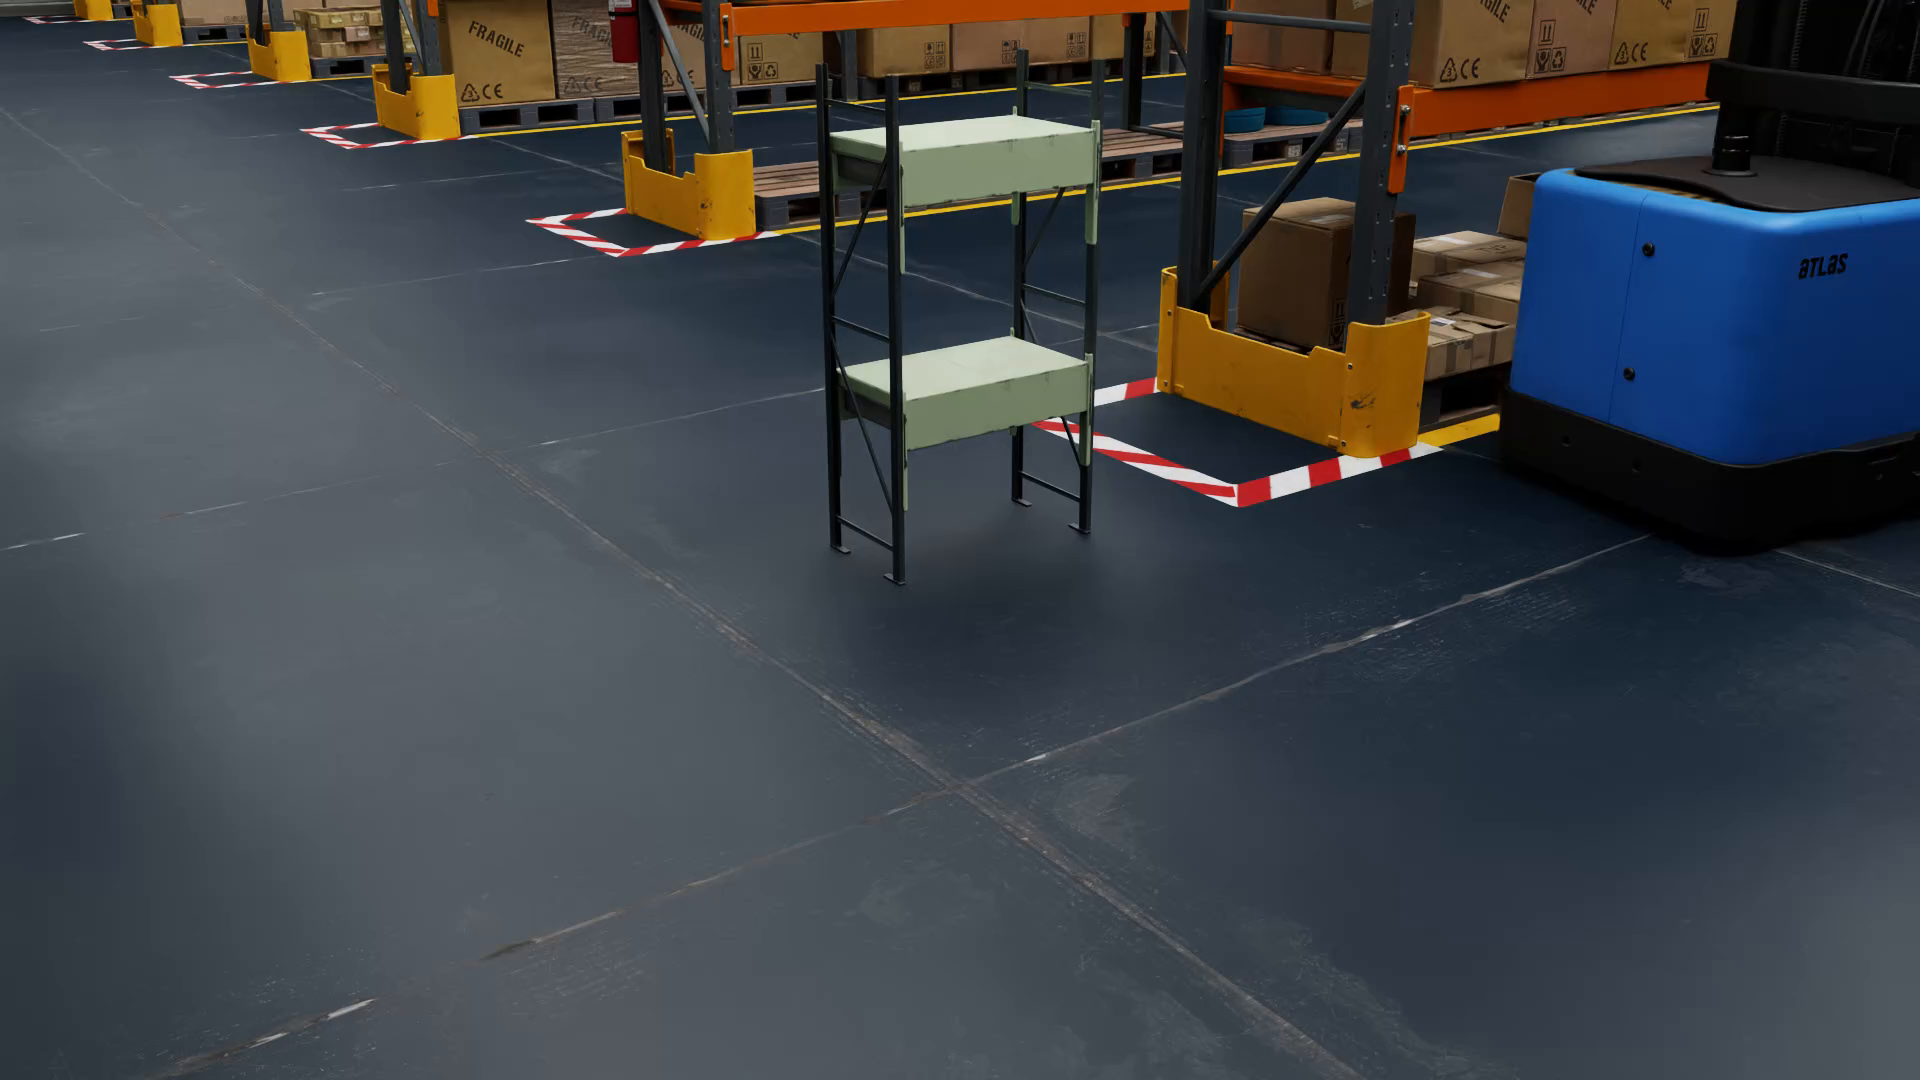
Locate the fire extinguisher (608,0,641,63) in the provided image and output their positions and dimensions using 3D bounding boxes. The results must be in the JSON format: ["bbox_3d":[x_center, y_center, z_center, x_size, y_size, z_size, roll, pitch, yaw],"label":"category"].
[{"bbox_3d":[-2.057,-3.268,10.145,0.183,0.674,0.296,-15,26,-33],"label":"fire extinguisher"}]

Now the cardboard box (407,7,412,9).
[{"bbox_3d":[-5.937,-5.783,18.318,0.250,0.149,0.380,-14,26,-31],"label":"cardboard box"}]

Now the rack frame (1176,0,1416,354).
[{"bbox_3d":[1.220,-1.882,6.064,0.127,3.000,1.000,-15,26,-33],"label":"rack frame"}]

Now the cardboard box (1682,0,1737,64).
[{"bbox_3d":[2.966,-2.273,6.912,0.500,0.500,0.500,-15,26,-32],"label":"cardboard box"}]

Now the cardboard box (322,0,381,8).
[{"bbox_3d":[-8.402,-7.417,22.828,0.875,0.438,0.875,-16,27,-34],"label":"cardboard box"}]

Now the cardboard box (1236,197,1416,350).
[{"bbox_3d":[1.518,-1.117,6.927,0.500,0.500,0.500,-15,26,-33],"label":"cardboard box"}]

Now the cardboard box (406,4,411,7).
[{"bbox_3d":[-6.289,-5.958,18.758,0.250,0.149,0.380,-14,26,-31],"label":"cardboard box"}]

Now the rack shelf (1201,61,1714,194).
[{"bbox_3d":[2.844,-1.980,7.283,4.000,0.370,1.077,-15,26,-33],"label":"rack shelf"}]

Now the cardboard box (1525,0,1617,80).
[{"bbox_3d":[2.150,-2.058,6.372,0.500,0.500,0.500,-15,26,-33],"label":"cardboard box"}]

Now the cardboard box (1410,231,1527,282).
[{"bbox_3d":[2.306,-1.197,7.466,0.500,0.250,0.500,-15,26,-33],"label":"cardboard box"}]

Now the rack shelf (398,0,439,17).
[{"bbox_3d":[-2.939,-4.961,14.753,4.000,0.370,1.077,-15,26,-33],"label":"rack shelf"}]

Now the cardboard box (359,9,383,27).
[{"bbox_3d":[-6.320,-5.647,17.978,0.250,0.149,0.380,-15,26,-33],"label":"cardboard box"}]

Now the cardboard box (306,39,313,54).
[{"bbox_3d":[-7.071,-5.424,18.223,0.250,0.149,0.380,-14,26,-32],"label":"cardboard box"}]

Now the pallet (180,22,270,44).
[{"bbox_3d":[-9.746,-6.746,22.016,1.213,0.211,1.003,-15,26,-33],"label":"pallet"}]

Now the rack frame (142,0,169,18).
[{"bbox_3d":[-10.350,-7.844,21.007,0.127,3.000,1.000,-15,26,-33],"label":"rack frame"}]

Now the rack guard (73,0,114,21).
[{"bbox_3d":[-13.190,-8.192,25.251,0.348,0.500,1.175,-15,26,-33],"label":"rack guard"}]

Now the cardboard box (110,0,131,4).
[{"bbox_3d":[-12.700,-8.476,25.392,0.637,0.503,0.797,-16,27,-35],"label":"cardboard box"}]

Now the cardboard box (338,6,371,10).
[{"bbox_3d":[-6.722,-5.846,18.477,0.250,0.149,0.380,-16,27,-34],"label":"cardboard box"}]

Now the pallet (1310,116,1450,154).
[{"bbox_3d":[3.219,-3.363,13.540,1.213,0.211,1.003,-15,26,-33],"label":"pallet"}]

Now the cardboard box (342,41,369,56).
[{"bbox_3d":[-6.600,-5.346,18.027,0.250,0.149,0.380,-15,26,-33],"label":"cardboard box"}]

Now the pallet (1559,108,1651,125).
[{"bbox_3d":[5.476,-3.965,15.048,1.213,0.211,1.003,-15,26,-33],"label":"pallet"}]

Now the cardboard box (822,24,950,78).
[{"bbox_3d":[-0.807,-5.081,16.383,0.875,0.875,1.225,-15,26,-33],"label":"cardboard box"}]

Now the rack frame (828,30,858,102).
[{"bbox_3d":[-1.315,-5.728,15.705,0.127,3.000,1.000,-15,26,-33],"label":"rack frame"}]

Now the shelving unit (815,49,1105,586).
[{"bbox_3d":[0.005,-0.698,5.122,0.755,1.500,0.431,-15,26,-33],"label":"shelving unit"}]

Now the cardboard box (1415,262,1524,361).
[{"bbox_3d":[2.233,-0.949,6.845,0.500,0.250,0.500,-15,26,-33],"label":"cardboard box"}]

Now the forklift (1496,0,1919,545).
[{"bbox_3d":[3.488,-1.712,5.731,3.031,2.935,1.130,-11,24,-25],"label":"forklift"}]

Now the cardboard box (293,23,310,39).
[{"bbox_3d":[-7.115,-5.586,18.226,0.250,0.149,0.380,-16,27,-34],"label":"cardboard box"}]

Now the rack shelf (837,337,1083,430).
[{"bbox_3d":[0.005,-0.486,5.207,0.686,0.124,0.368,-15,26,-33],"label":"rack shelf"}]

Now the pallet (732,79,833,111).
[{"bbox_3d":[-1.978,-4.292,15.868,1.213,0.211,1.003,-15,26,-33],"label":"pallet"}]

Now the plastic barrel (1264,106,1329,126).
[{"bbox_3d":[2.604,-3.725,12.948,0.708,0.901,0.600,-15,26,-33],"label":"plastic barrel"}]

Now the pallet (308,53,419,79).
[{"bbox_3d":[-6.635,-5.263,18.301,1.213,0.211,1.003,-15,26,-33],"label":"pallet"}]

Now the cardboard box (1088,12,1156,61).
[{"bbox_3d":[1.359,-5.659,17.832,0.875,0.875,1.225,-16,27,-35],"label":"cardboard box"}]

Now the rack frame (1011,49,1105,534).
[{"bbox_3d":[0.303,-0.777,5.321,0.023,1.500,0.400,-15,26,-33],"label":"rack frame"}]

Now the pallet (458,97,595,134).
[{"bbox_3d":[-3.959,-3.764,14.545,1.213,0.211,1.003,-15,26,-33],"label":"pallet"}]

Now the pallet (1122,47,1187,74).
[{"bbox_3d":[2.567,-5.468,18.814,1.213,0.211,1.003,-15,26,-33],"label":"pallet"}]

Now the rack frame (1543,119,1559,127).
[{"bbox_3d":[4.824,-5.104,14.140,0.127,3.000,1.000,-15,26,-33],"label":"rack frame"}]

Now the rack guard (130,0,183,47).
[{"bbox_3d":[-10.369,-6.678,21.457,0.348,0.500,1.175,-15,26,-33],"label":"rack guard"}]

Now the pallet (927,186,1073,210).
[{"bbox_3d":[0.012,-2.507,11.394,1.213,0.211,1.003,-15,26,-33],"label":"pallet"}]
